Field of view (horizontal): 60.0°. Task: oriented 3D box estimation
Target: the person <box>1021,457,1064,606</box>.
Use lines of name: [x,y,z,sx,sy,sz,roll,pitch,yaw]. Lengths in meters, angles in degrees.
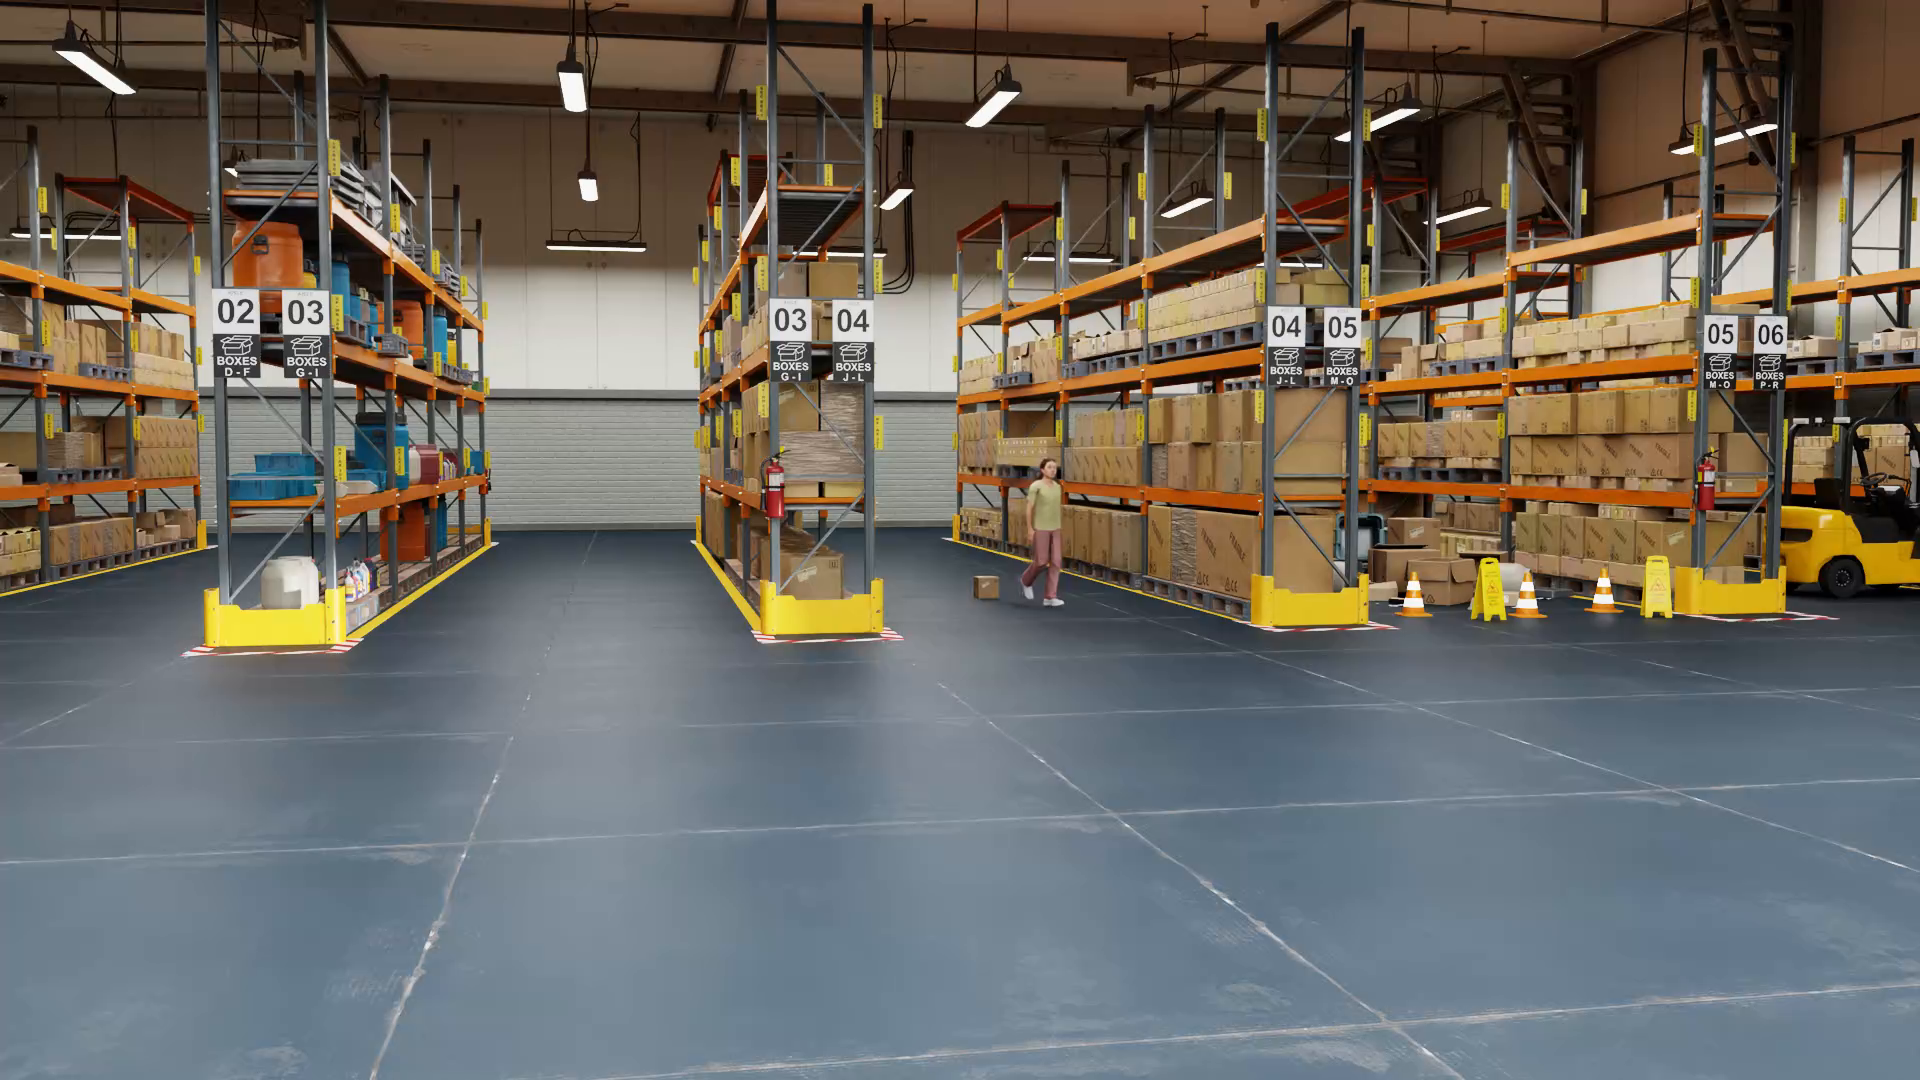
person: [0.932,-0.101,18.650,0.455,1.657,0.632,-2,4,-32]
